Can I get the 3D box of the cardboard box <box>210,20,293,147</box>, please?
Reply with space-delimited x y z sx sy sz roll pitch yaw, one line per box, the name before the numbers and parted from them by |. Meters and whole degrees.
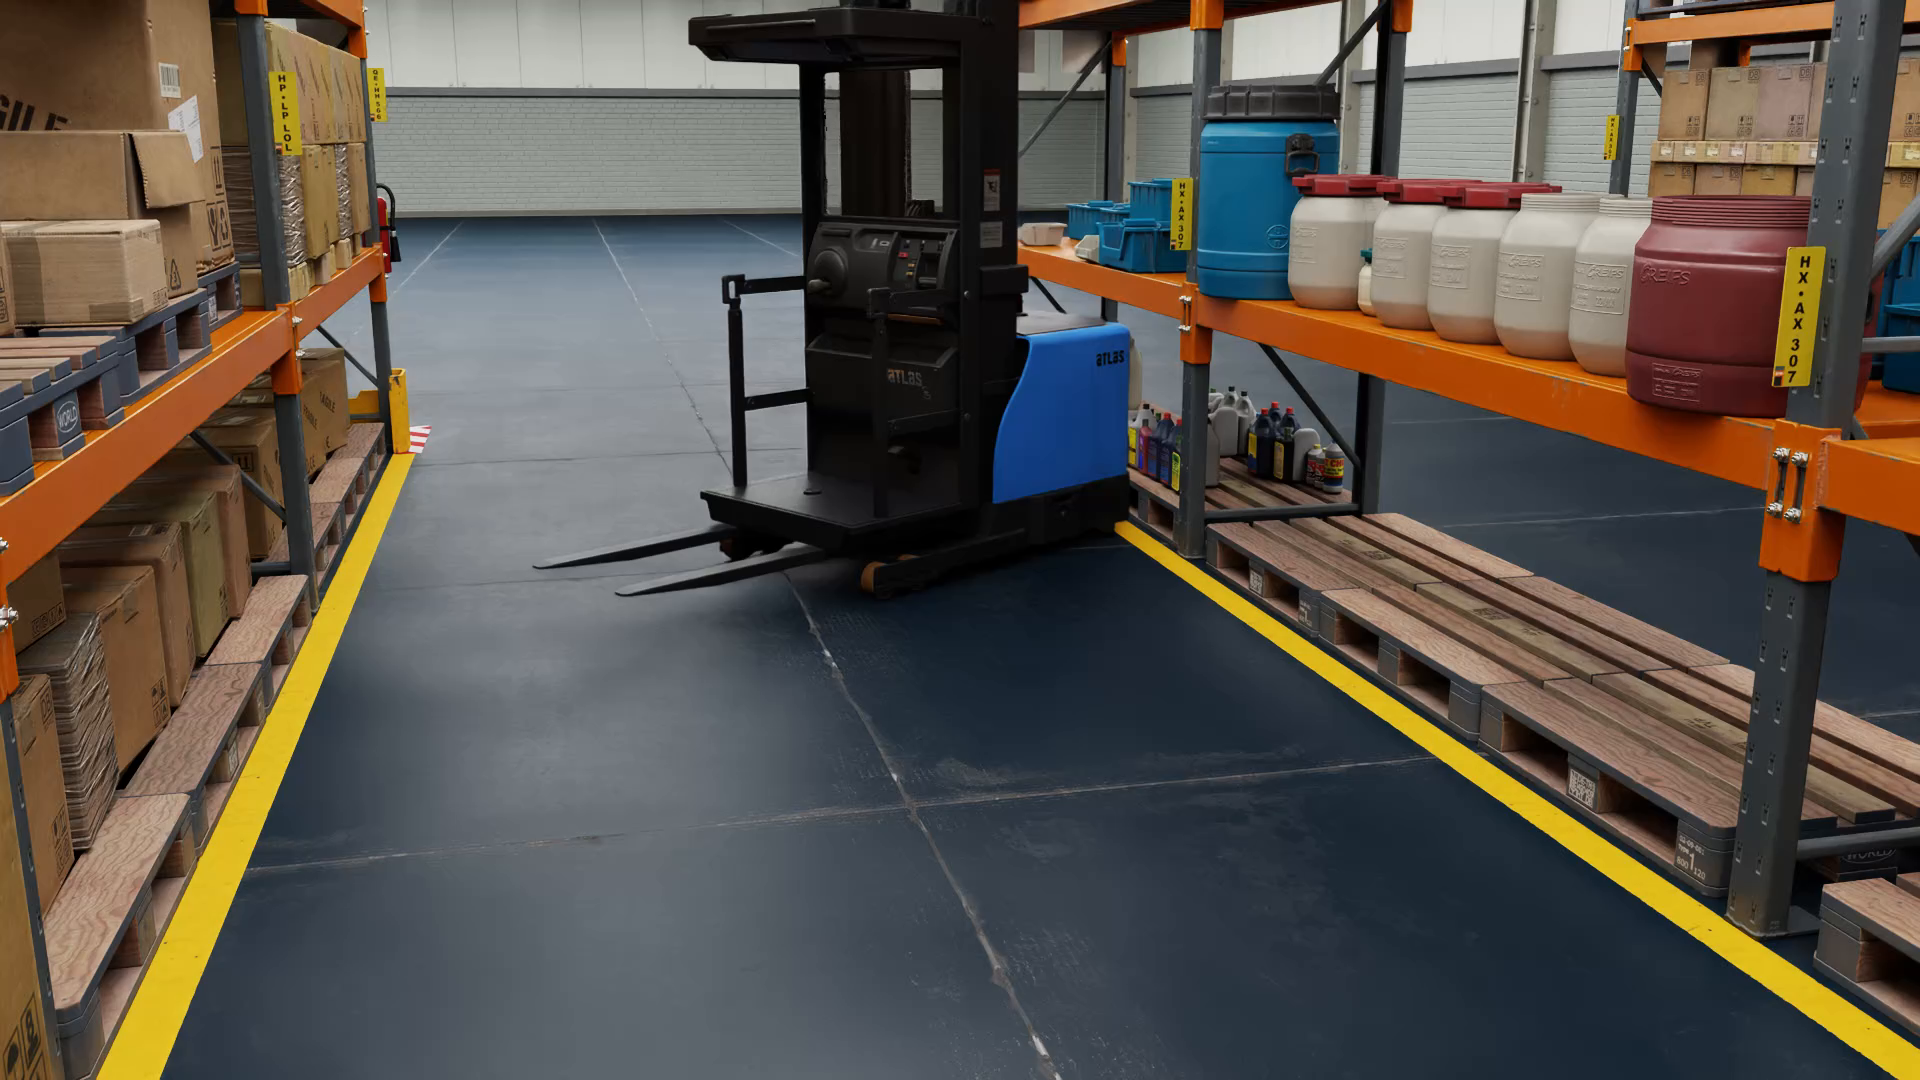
cardboard box | -3.111 -1.919 7.017 0.500 0.500 0.500 -3 14 -13

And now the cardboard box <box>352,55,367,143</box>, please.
cardboard box | -3.823 -2.611 9.848 0.500 0.500 0.500 -3 14 -13

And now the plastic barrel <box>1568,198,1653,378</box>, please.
plastic barrel | 2.052 -0.755 4.963 0.421 0.512 0.421 0 14 0

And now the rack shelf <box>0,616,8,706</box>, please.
rack shelf | -1.844 0.611 1.120 1.077 0.370 4.000 -3 14 -13

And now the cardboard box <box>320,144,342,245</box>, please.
cardboard box | -3.674 -1.767 8.503 0.875 0.500 0.500 -3 14 -13

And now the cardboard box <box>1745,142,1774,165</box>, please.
cardboard box | 5.565 -2.619 11.251 0.380 0.149 0.250 -4 14 -15

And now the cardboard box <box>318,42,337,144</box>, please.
cardboard box | -3.475 -2.264 8.431 0.500 0.500 0.500 -3 14 -13

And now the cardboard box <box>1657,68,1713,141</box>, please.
cardboard box | 5.548 -3.154 12.074 0.700 0.500 0.500 -3 14 -13

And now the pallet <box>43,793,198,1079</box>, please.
pallet | -2.495 0.975 3.992 1.003 0.211 1.213 -3 14 -13

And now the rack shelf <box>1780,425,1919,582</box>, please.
rack shelf | 2.971 0.335 2.250 1.077 0.370 4.000 -3 14 -13

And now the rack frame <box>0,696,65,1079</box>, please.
rack frame | -2.317 -0.199 2.922 0.949 2.616 0.053 -3 14 -13

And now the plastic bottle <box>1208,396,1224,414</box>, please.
plastic bottle | 1.545 -0.721 9.869 0.152 0.276 0.135 -4 14 -15

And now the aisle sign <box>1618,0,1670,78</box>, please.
aisle sign | 5.125 -3.857 12.417 0.394 0.787 0.004 -3 14 -13

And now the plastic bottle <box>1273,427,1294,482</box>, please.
plastic bottle | 1.707 -0.457 8.776 0.061 0.283 0.133 -3 14 -13

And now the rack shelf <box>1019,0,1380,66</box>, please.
rack shelf | 1.092 -2.967 9.448 1.077 0.370 4.000 -3 14 -13

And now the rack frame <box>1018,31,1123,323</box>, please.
rack frame | 0.622 -2.321 11.607 1.000 3.000 0.127 -3 14 -13

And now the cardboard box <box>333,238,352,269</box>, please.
cardboard box | -3.470 -1.529 8.893 0.380 0.149 0.250 -3 14 -13

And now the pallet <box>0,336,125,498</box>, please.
pallet | -2.584 -0.265 3.595 1.213 0.211 1.003 -3 14 -13

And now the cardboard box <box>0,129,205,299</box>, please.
cardboard box | -2.756 -0.982 5.022 0.797 0.503 0.637 -2 14 -7

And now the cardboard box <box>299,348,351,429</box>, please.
cardboard box | -4.062 -0.890 10.131 0.500 0.500 0.500 -1 14 -3

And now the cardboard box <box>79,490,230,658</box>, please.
cardboard box | -3.036 0.132 5.905 0.700 0.500 0.500 -3 14 -14

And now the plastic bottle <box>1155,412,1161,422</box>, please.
plastic bottle | 1.103 -0.555 9.177 0.061 0.283 0.133 -3 14 -13

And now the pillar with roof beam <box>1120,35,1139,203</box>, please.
pillar with roof beam | 0.027 -12.355 40.037 9.100 9.000 0.400 -3 14 -13

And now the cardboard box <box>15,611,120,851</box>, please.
cardboard box | -2.633 0.520 4.317 0.700 0.500 0.500 -5 14 -18

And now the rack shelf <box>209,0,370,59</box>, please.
rack shelf | -3.722 -2.691 8.318 1.077 0.370 4.000 -3 14 -13

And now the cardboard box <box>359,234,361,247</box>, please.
cardboard box | -3.925 -1.869 10.285 0.380 0.149 0.250 -3 14 -13

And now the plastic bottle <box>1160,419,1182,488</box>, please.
plastic bottle | 1.130 -0.458 8.635 0.144 0.351 0.185 -4 14 -15

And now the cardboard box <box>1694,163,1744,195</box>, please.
cardboard box | 5.663 -2.416 11.783 0.700 0.500 0.500 -3 14 -12

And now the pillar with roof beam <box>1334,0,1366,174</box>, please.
pillar with roof beam | 2.845 -9.587 28.706 9.100 9.000 0.400 -3 14 -13

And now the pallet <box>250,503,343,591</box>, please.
pallet | -3.445 0.079 7.657 1.003 0.211 1.213 -3 14 -13

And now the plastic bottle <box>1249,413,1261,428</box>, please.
plastic bottle | 1.660 -0.571 9.267 0.097 0.271 0.097 0 14 0

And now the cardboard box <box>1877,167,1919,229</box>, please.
cardboard box | 6.023 -2.061 10.334 0.700 0.500 0.500 -3 14 -12

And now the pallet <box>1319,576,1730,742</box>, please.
pallet | 2.074 0.417 6.274 1.003 0.211 1.213 -3 14 -13

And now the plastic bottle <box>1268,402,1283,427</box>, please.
plastic bottle | 1.731 -0.578 9.128 0.144 0.351 0.185 -4 14 -16

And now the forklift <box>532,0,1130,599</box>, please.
forklift | -0.517 -1.300 7.571 1.130 2.935 3.031 13 19 43

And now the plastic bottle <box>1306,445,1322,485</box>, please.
plastic bottle | 1.865 -0.398 8.703 0.097 0.201 0.097 0 14 0

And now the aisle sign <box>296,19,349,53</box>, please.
aisle sign | -3.915 -3.339 10.296 0.394 0.787 0.004 -3 14 -13

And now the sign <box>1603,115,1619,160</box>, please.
sign | 4.897 -3.026 12.501 0.100 0.325 0.005 -3 14 -13

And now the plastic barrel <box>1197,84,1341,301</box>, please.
plastic barrel | 1.358 -1.536 7.337 0.600 0.901 0.708 -3 14 -13

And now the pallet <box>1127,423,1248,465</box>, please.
pallet | 1.154 -0.483 9.959 1.003 0.211 1.213 -3 14 -13

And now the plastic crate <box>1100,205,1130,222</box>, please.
plastic crate | 1.178 -2.000 10.606 0.499 0.251 0.408 -3 14 -13

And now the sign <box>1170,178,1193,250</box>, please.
sign | 1.024 -1.505 7.682 0.100 0.325 0.005 -3 14 -13

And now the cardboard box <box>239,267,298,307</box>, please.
cardboard box | -3.011 -1.067 7.002 0.380 0.149 0.250 -3 14 -13

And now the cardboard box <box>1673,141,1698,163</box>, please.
cardboard box | 5.385 -2.797 11.977 0.380 0.149 0.250 -4 14 -15

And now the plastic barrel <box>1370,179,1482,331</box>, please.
plastic barrel | 1.745 -1.062 6.168 0.433 0.535 0.433 0 14 0

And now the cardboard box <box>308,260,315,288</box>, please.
cardboard box | -3.210 -1.238 7.704 0.380 0.149 0.250 -3 14 -13

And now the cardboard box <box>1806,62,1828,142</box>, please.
cardboard box | 5.913 -2.802 10.630 0.700 0.500 0.500 -3 14 -13

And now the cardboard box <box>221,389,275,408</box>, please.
cardboard box | -3.672 -0.477 8.441 0.500 0.500 0.500 -5 14 -18

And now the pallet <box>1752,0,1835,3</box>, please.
pallet | 5.869 -3.564 10.561 1.003 0.211 1.213 -3 14 -13

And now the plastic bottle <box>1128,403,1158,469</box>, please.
plastic bottle | 1.009 -0.576 9.121 0.144 0.351 0.185 -3 14 -14

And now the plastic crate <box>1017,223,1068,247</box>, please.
plastic crate | 0.520 -1.969 10.720 0.298 0.136 0.250 -3 14 -13

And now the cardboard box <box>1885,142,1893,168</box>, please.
cardboard box | 5.808 -2.381 10.275 0.380 0.149 0.250 -3 14 -12
